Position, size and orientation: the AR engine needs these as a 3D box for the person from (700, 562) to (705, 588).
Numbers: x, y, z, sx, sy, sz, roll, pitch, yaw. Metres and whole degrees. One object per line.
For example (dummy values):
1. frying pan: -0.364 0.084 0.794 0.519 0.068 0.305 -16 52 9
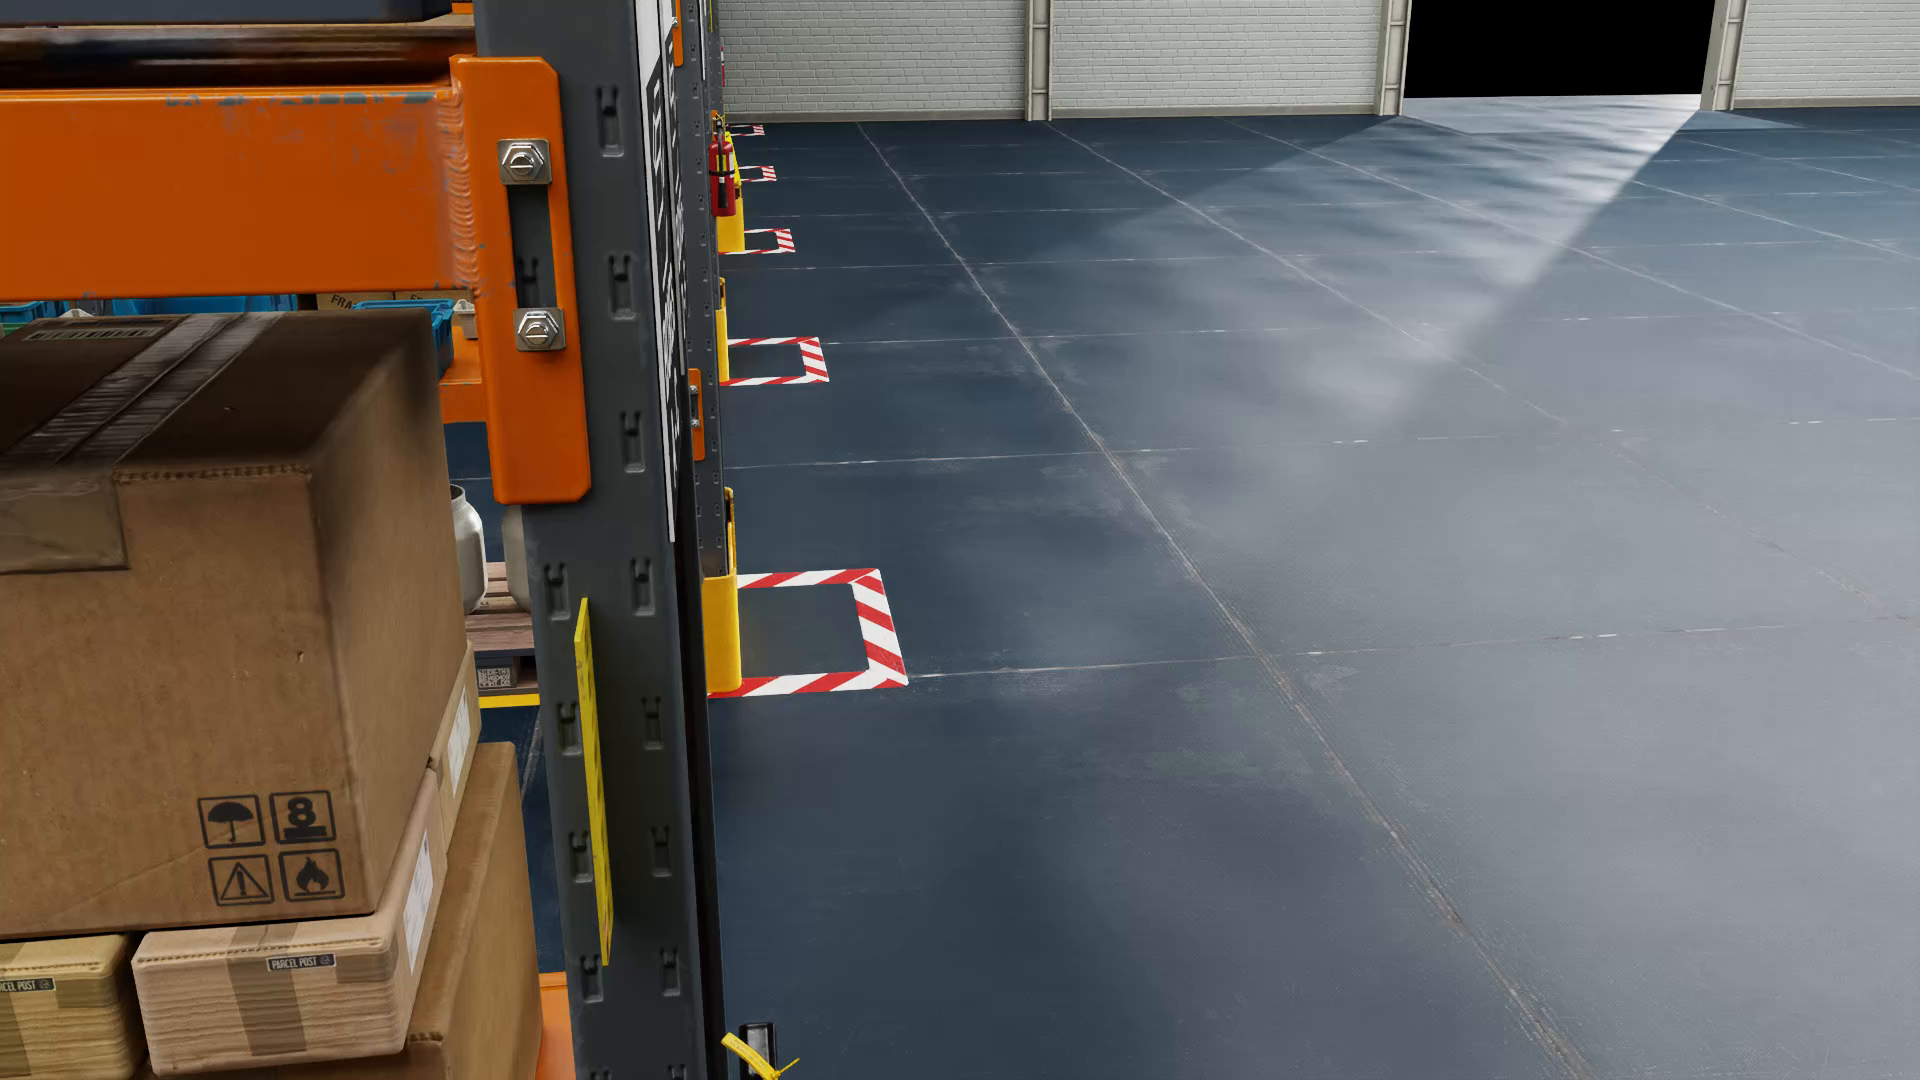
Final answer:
1. person: -1.091 0.146 5.683 0.391 1.655 0.509 4 20 11
